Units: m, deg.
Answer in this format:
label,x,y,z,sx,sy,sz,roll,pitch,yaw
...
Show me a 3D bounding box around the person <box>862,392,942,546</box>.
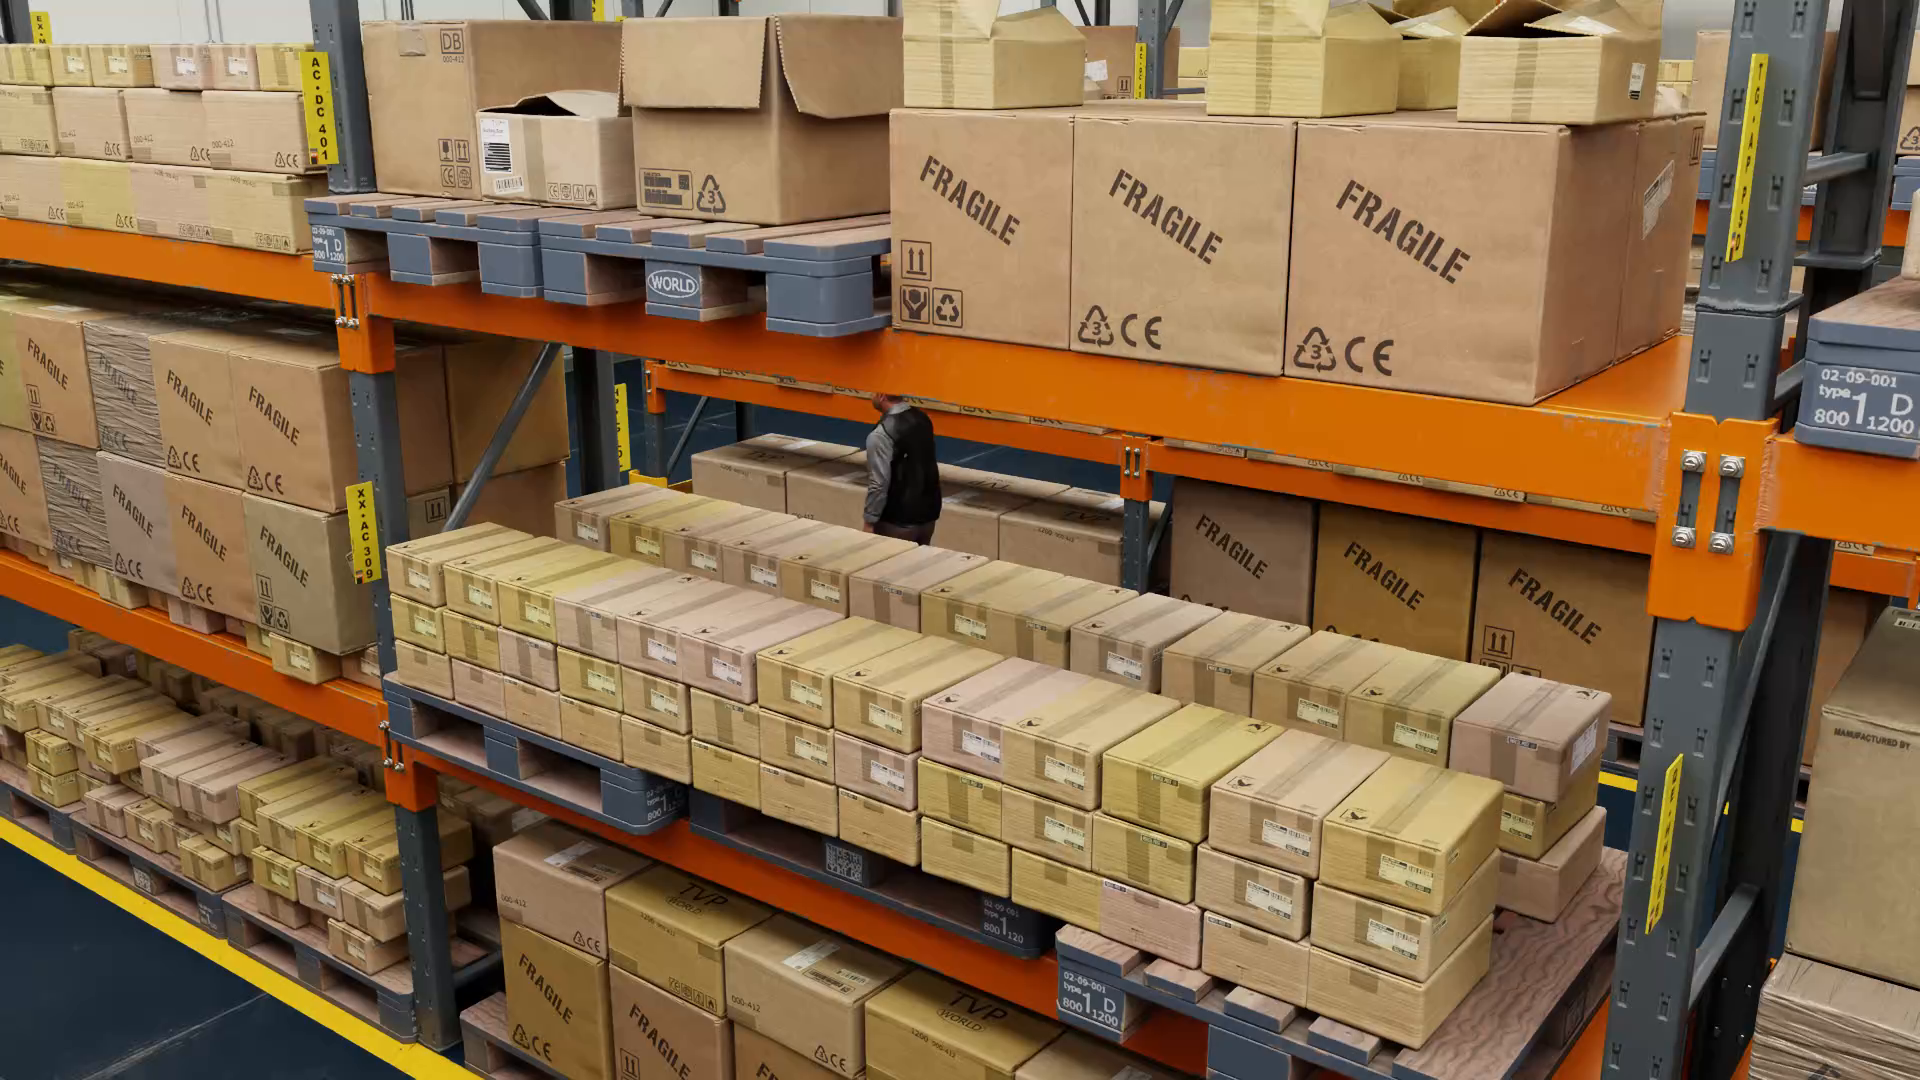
label,x,y,z,sx,sy,sz,roll,pitch,yaw
person,-0.328,-0.118,9.478,0.410,1.722,0.593,11,20,33
